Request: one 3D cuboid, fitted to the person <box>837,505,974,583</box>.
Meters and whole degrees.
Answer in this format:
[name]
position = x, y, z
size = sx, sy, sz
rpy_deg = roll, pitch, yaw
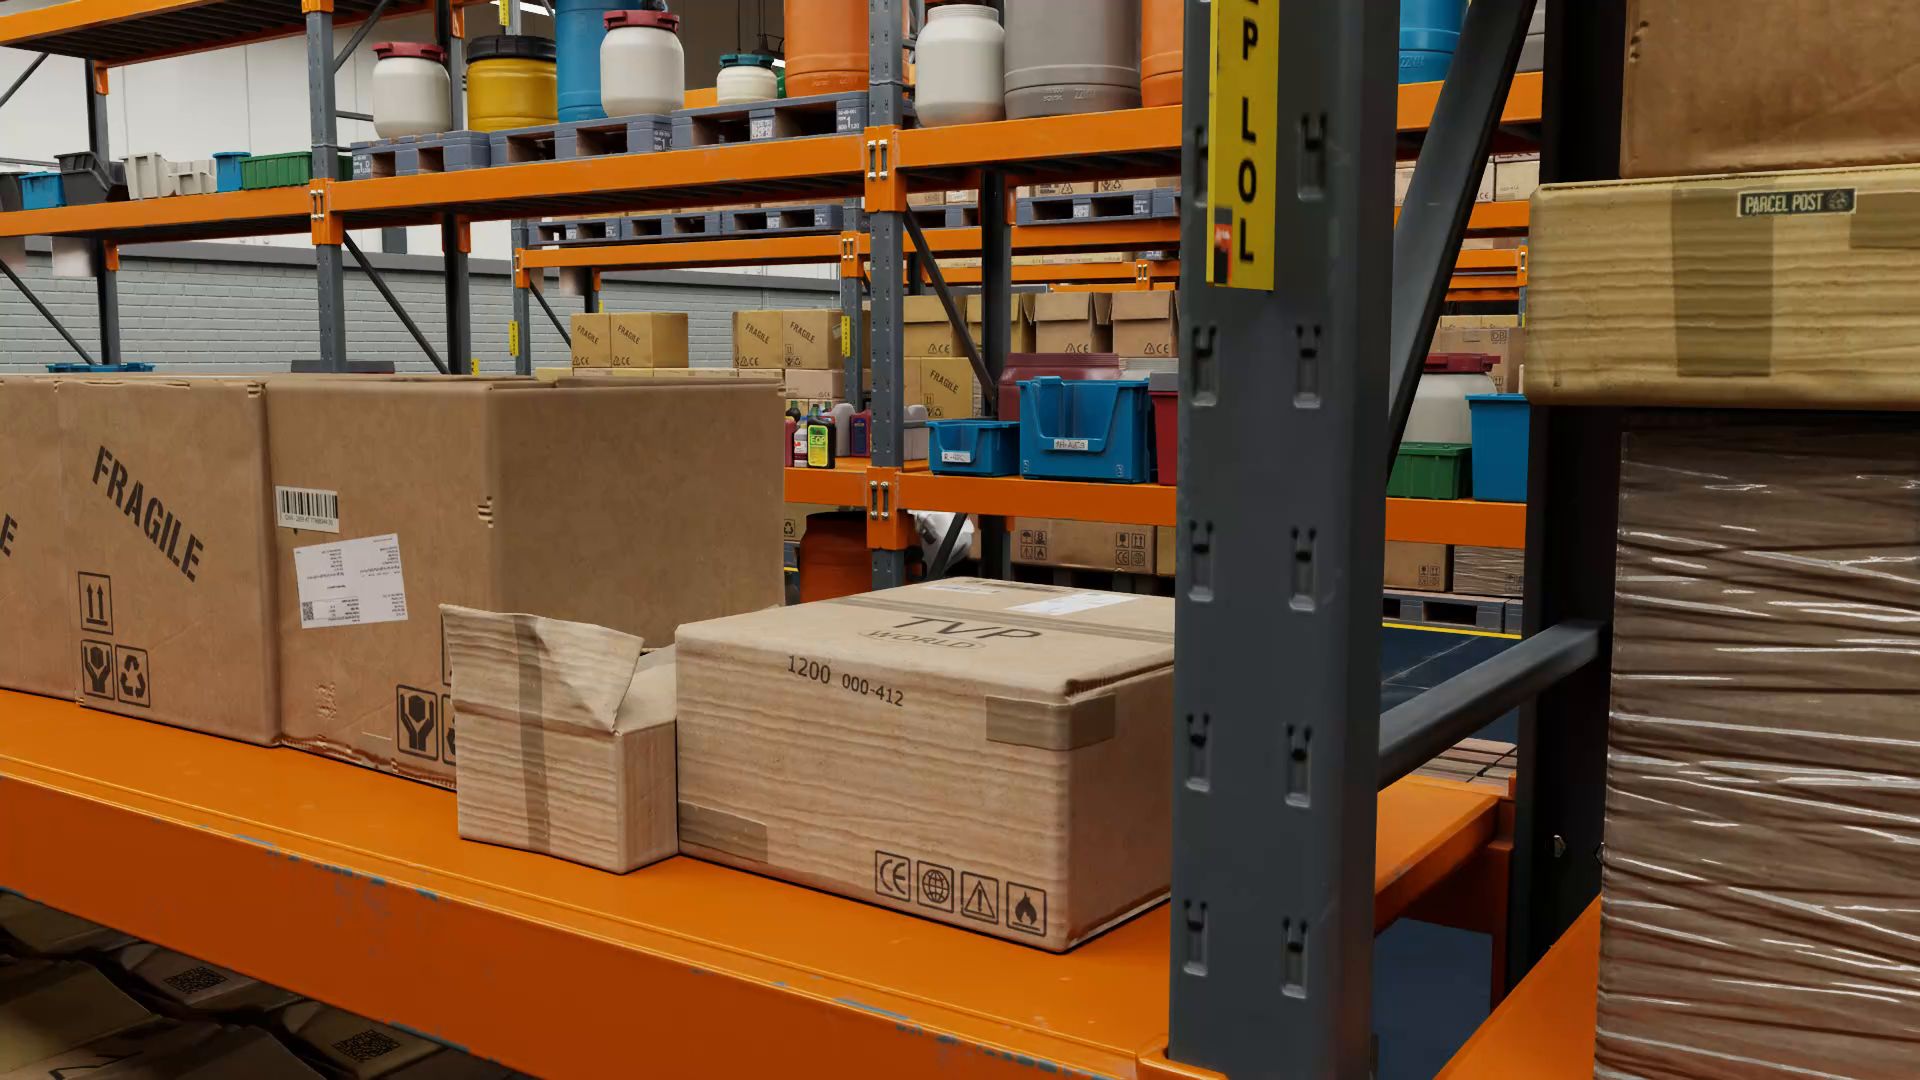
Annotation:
[person]
position = -0.354, 0.166, 10.438
size = 0.921, 1.017, 0.464
rpy_deg = 4, 7, 31
